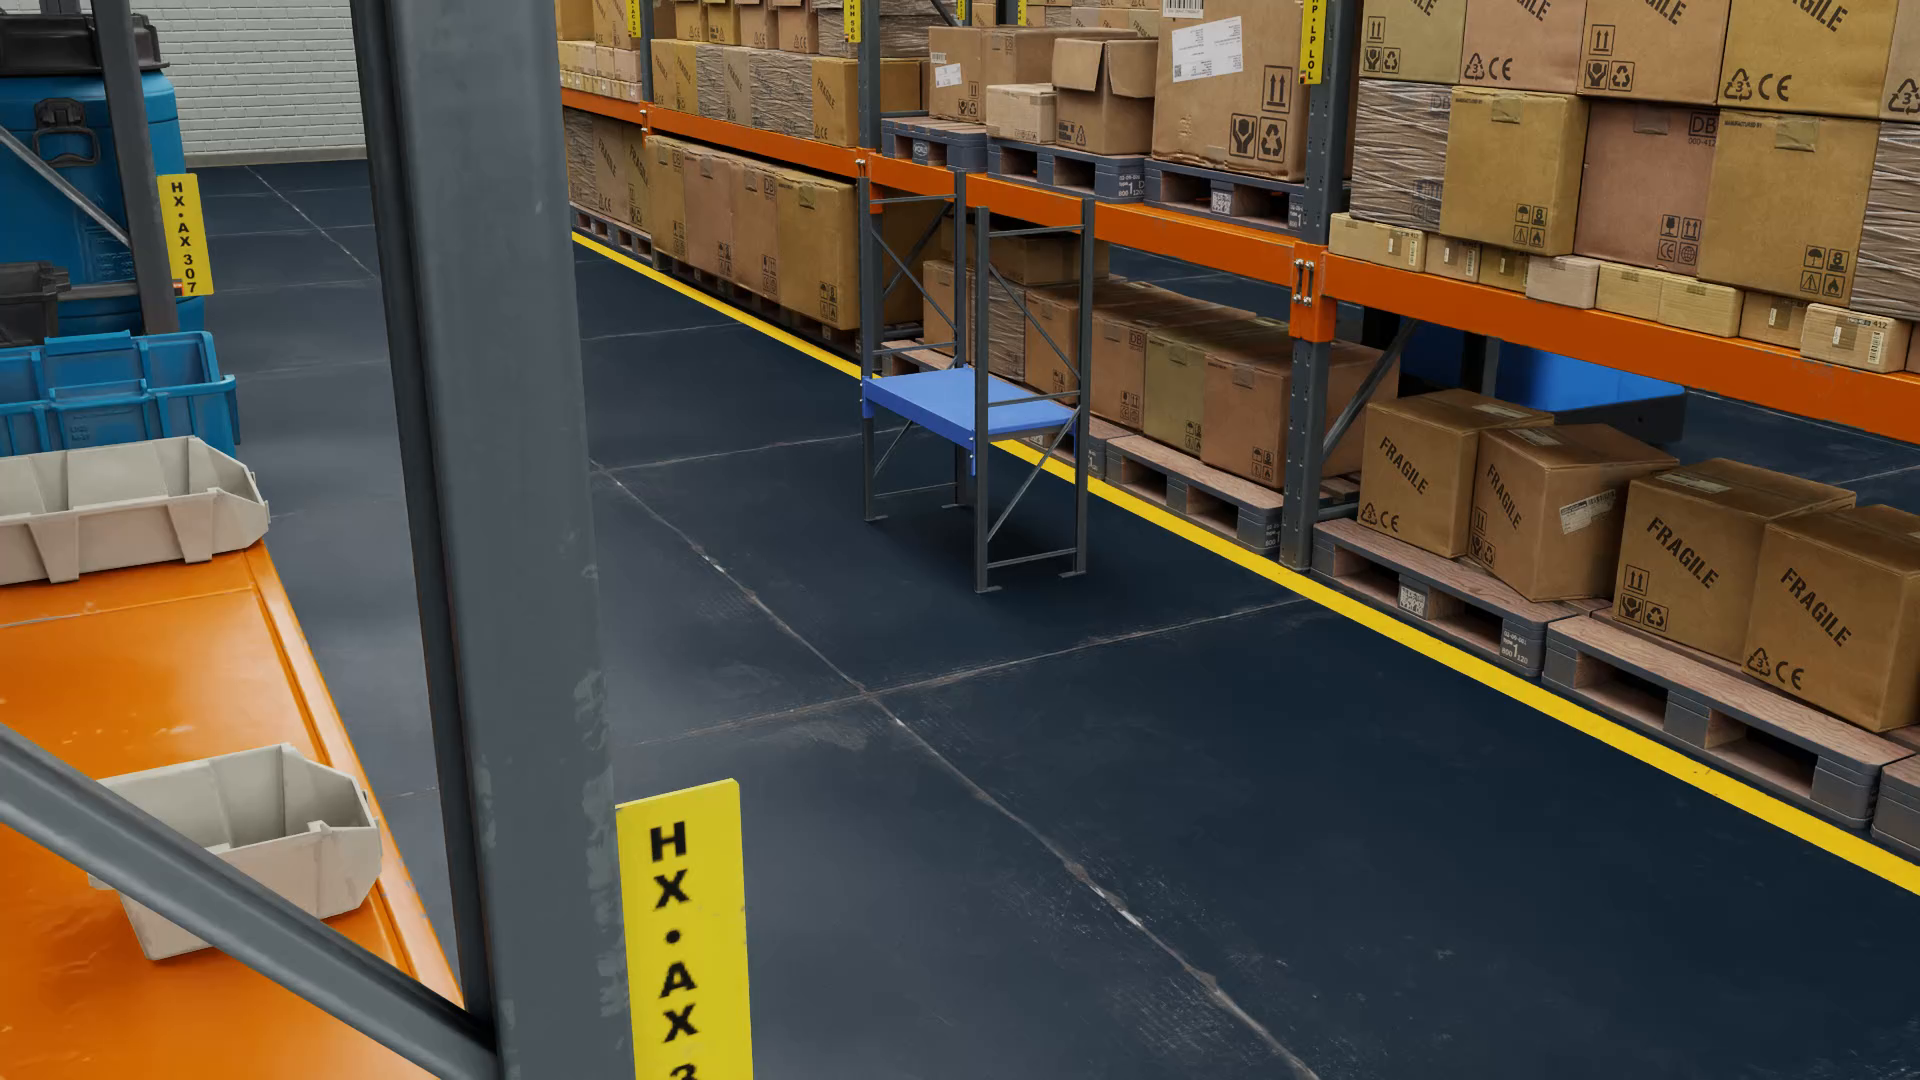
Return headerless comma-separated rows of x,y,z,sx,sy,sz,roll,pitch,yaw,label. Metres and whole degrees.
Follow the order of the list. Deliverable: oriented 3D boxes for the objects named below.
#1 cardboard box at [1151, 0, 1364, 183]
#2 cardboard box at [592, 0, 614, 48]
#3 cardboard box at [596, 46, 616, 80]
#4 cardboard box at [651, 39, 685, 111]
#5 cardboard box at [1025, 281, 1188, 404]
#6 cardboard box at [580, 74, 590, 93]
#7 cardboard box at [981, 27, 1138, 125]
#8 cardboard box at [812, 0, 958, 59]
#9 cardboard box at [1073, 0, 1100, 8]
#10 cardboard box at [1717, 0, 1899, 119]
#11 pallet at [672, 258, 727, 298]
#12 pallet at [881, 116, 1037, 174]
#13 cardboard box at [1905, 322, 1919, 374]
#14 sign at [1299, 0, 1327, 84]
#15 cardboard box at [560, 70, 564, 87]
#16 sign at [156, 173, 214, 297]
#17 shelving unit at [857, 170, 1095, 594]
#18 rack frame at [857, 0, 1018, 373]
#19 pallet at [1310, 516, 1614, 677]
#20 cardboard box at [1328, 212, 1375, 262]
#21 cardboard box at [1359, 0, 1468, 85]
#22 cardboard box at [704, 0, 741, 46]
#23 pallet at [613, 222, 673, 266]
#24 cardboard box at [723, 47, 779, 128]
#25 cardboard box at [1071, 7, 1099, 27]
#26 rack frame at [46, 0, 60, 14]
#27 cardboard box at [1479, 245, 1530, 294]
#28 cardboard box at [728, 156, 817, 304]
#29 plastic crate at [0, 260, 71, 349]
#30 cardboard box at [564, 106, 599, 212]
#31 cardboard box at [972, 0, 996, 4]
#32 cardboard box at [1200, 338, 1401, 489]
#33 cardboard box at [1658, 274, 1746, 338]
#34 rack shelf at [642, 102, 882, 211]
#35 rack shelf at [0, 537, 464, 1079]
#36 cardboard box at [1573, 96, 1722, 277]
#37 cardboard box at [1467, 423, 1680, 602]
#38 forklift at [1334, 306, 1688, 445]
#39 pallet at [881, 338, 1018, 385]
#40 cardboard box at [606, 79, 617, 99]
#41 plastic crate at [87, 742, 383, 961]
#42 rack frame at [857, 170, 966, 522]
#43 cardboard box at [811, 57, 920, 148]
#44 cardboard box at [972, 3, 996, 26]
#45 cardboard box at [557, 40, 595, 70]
1.523,-2.108,7.078,1.000,1.000,1.000,-10,21,-26,cardboard box
-2.710,-4.332,13.711,0.500,0.500,0.500,-10,21,-26,cardboard box
-2.710,-3.977,13.831,0.500,0.250,0.500,-9,21,-25,cardboard box
-2.023,-3.549,12.665,0.500,0.500,0.500,-10,21,-26,cardboard box
0.763,-1.042,8.712,0.700,0.500,0.500,-8,21,-22,cardboard box
-3.065,-3.959,14.393,0.380,0.149,0.250,-10,22,-28,cardboard box
0.522,-2.476,8.913,0.700,0.500,0.500,-7,20,-19,cardboard box
-0.455,-3.258,10.284,0.797,0.503,0.637,-9,21,-25,cardboard box
1.449,-5.462,16.220,0.500,0.500,0.500,-9,21,-25,cardboard box
2.490,-1.439,4.562,0.500,0.500,0.500,-10,21,-27,cardboard box
-1.589,-2.145,13.023,1.003,0.211,1.213,-10,21,-27,pallet
0.310,-2.246,9.335,1.213,0.211,1.003,-10,21,-27,pallet
2.752,-0.515,4.411,0.380,0.149,0.250,-10,21,-27,cardboard box
1.290,-1.836,6.080,0.100,0.325,0.005,-10,21,-27,sign
-3.430,-4.180,15.033,0.380,0.149,0.250,-10,22,-27,cardboard box
-2.092,-0.822,4.490,0.100,0.325,0.005,-10,21,-27,sign
0.041,-0.684,6.816,0.538,1.500,1.048,-10,21,-27,shelving unit
-0.122,-2.524,9.848,1.000,3.000,0.127,-10,21,-27,rack frame
2.127,0.129,6.433,1.003,0.211,1.213,-10,21,-27,pallet
1.614,-1.149,6.248,0.380,0.149,0.250,-10,21,-27,cardboard box
1.767,-1.868,5.804,0.500,0.500,0.500,-10,21,-27,cardboard box
-1.396,-3.813,11.892,0.797,0.503,0.637,-10,21,-26,cardboard box
-2.314,-2.585,14.299,1.003,0.211,1.213,-10,21,-27,pallet
-1.297,-3.114,11.403,0.500,0.500,0.500,-10,21,-26,cardboard box
1.432,-4.987,16.376,0.500,0.500,0.500,-10,21,-27,cardboard box
-6.381,-2.905,10.953,1.000,3.000,0.127,-10,21,-27,rack frame
1.992,-0.937,5.635,0.380,0.149,0.250,-10,21,-27,cardboard box
-0.848,-2.177,11.455,1.225,0.875,0.875,-10,21,-26,cardboard box
-2.445,-0.410,3.815,0.767,0.338,0.504,-10,21,-27,plastic crate
-3.115,-3.582,15.528,0.875,0.875,0.875,-10,21,-27,cardboard box
0.471,-6.051,17.926,0.500,0.500,0.500,-10,21,-27,cardboard box
1.504,-0.582,7.377,0.700,0.500,0.500,-12,22,-31,cardboard box
2.339,-0.720,5.006,0.380,0.149,0.250,-10,21,-27,cardboard box
-1.072,-2.758,11.629,1.077,0.370,4.000,-10,21,-27,rack shelf
-1.632,0.305,2.751,1.077,0.370,4.000,-10,21,-27,rack shelf
2.469,-1.148,5.251,0.875,0.500,0.500,-10,21,-27,cardboard box
2.210,-0.109,6.036,0.500,0.500,0.500,-3,19,-9,cardboard box
2.573,-2.202,9.020,1.130,2.935,3.031,-9,21,-23,forklift
0.247,-0.982,9.652,1.003,0.211,1.213,-10,21,-27,pallet
-2.699,-3.738,13.751,0.380,0.149,0.250,-10,22,-28,cardboard box
-0.824,0.357,1.902,0.298,0.136,0.250,-10,21,-27,plastic crate
-0.201,-0.830,7.239,0.500,1.500,0.032,-10,21,-27,rack frame
-0.575,-2.675,10.131,0.500,0.500,0.500,-9,21,-25,cardboard box
0.462,-5.576,18.084,0.500,0.500,0.500,-9,21,-24,cardboard box
-3.443,-4.418,15.110,0.500,0.250,0.500,-11,22,-28,cardboard box
